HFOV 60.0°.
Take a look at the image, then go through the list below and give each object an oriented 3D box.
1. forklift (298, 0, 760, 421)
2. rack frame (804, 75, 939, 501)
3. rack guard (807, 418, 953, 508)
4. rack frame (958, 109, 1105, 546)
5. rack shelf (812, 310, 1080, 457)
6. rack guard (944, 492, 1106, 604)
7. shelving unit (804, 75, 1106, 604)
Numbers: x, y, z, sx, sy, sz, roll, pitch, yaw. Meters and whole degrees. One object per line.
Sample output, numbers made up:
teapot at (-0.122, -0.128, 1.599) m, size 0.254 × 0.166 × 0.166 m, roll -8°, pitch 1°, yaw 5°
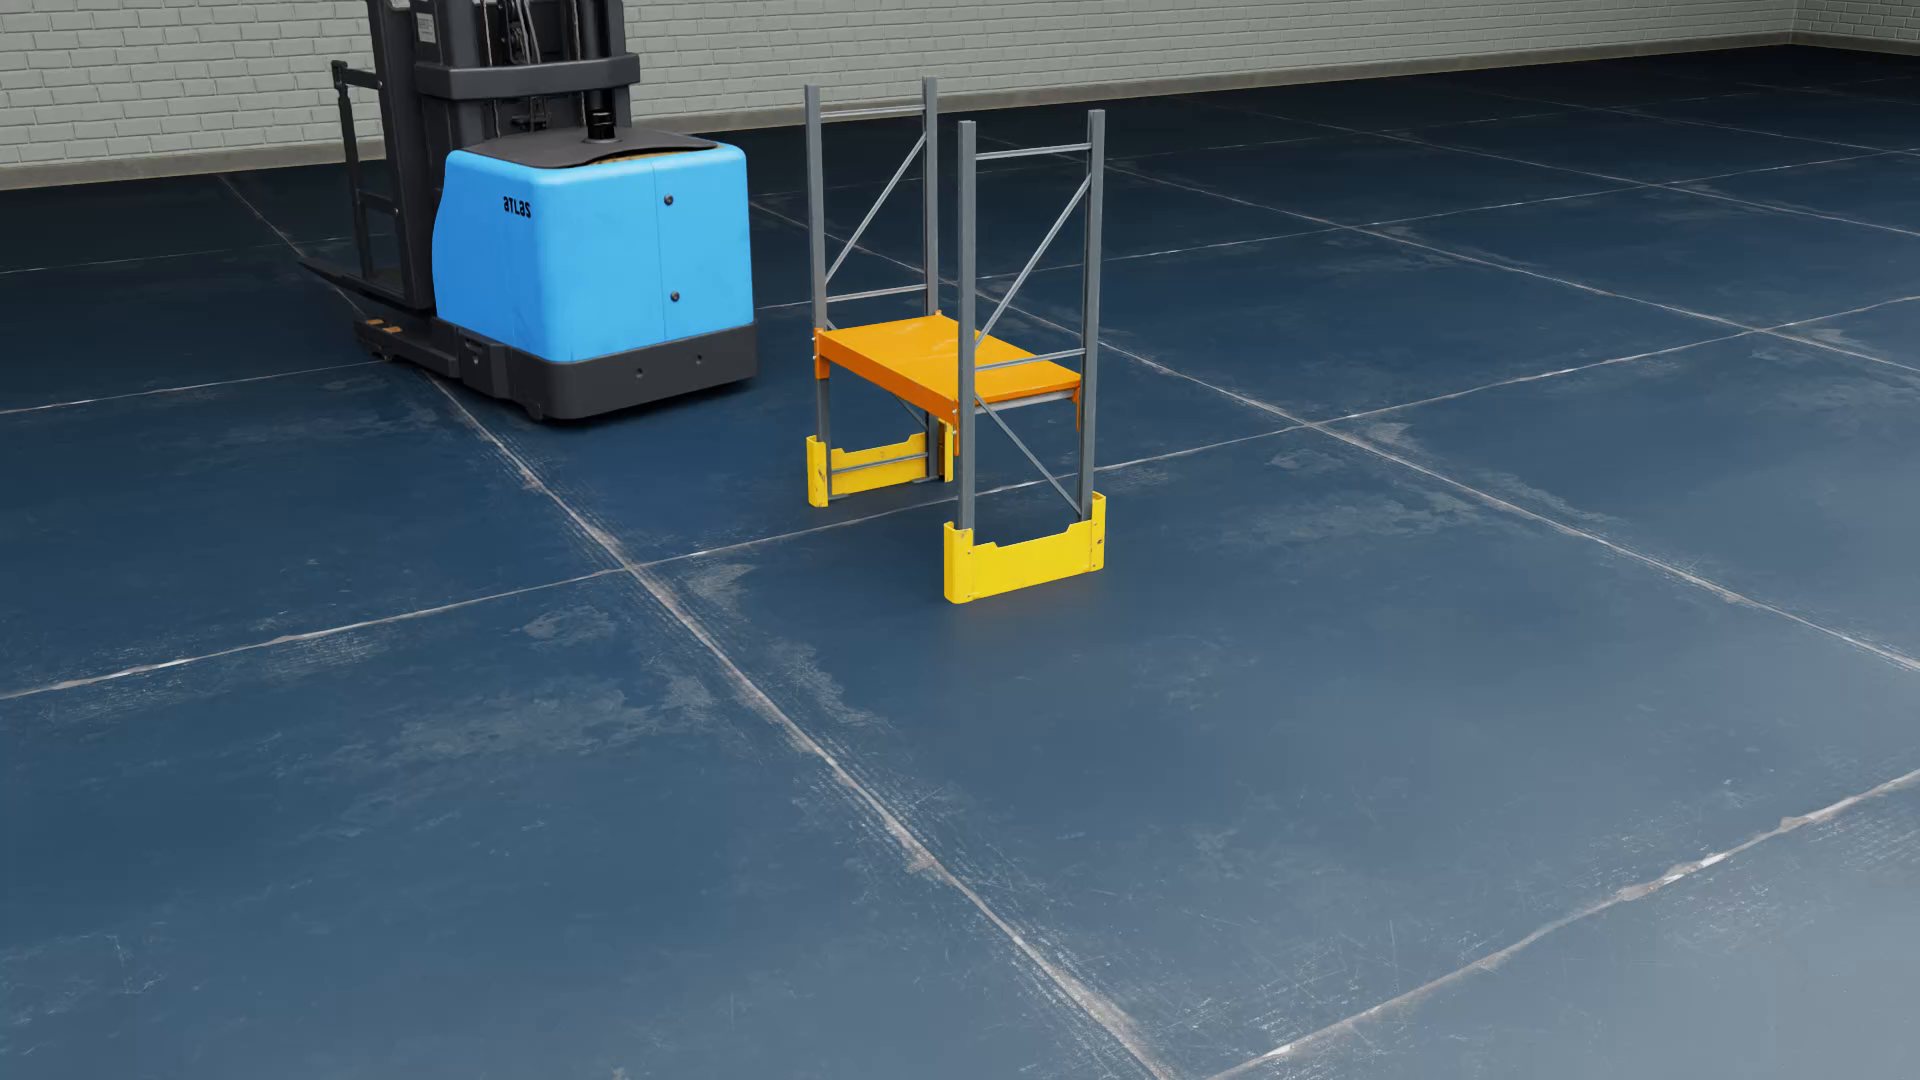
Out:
forklift at (-2.272, -2.321, 7.630) m, size 1.130 × 2.935 × 3.031 m, roll -19°, pitch 29°, yaw -39°
rack frame at (-0.303, -0.887, 6.002) m, size 0.500 × 1.500 × 0.032 m, roll -13°, pitch 25°, yaw -28°
rack guard at (-0.293, -0.302, 6.222) m, size 0.587 × 0.250 × 0.087 m, roll -13°, pitch 25°, yaw -28°
rack frame at (0.216, -0.558, 5.192) m, size 0.500 × 1.500 × 0.032 m, roll -13°, pitch 25°, yaw -28°
rack shelf at (-0.044, -0.556, 5.665) m, size 0.538 × 0.185 × 1.000 m, roll -13°, pitch 25°, yaw -28°
rack guard at (0.215, 0.021, 5.428) m, size 0.587 × 0.250 × 0.087 m, roll -13°, pitch 25°, yaw -28°
shelving unit at (-0.039, -0.719, 5.590) m, size 0.587 × 1.500 × 1.083 m, roll -13°, pitch 25°, yaw -28°
